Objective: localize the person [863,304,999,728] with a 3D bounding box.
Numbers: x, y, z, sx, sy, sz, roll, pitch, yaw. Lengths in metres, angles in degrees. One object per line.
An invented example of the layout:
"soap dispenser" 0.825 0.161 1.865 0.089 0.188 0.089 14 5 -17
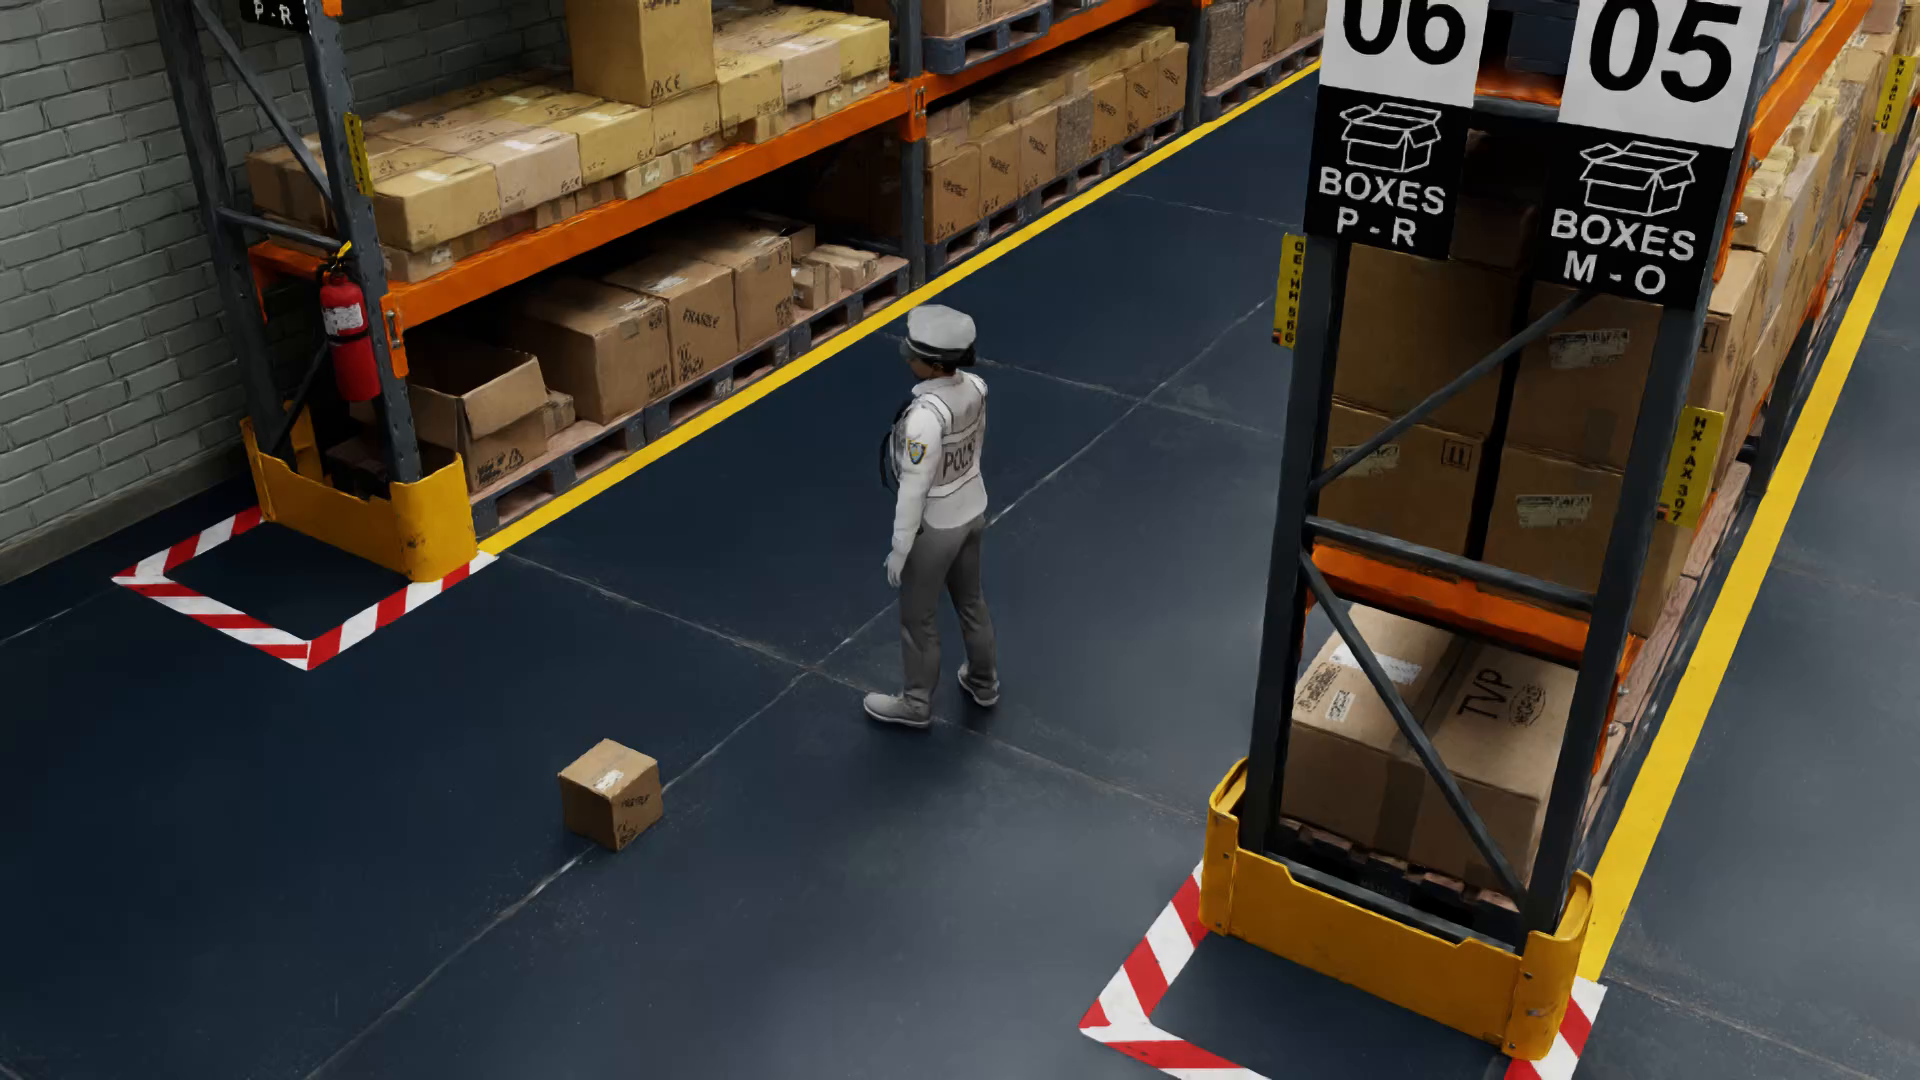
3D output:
"person" -0.103 -0.065 6.179 0.444 1.677 0.574 17 35 26
